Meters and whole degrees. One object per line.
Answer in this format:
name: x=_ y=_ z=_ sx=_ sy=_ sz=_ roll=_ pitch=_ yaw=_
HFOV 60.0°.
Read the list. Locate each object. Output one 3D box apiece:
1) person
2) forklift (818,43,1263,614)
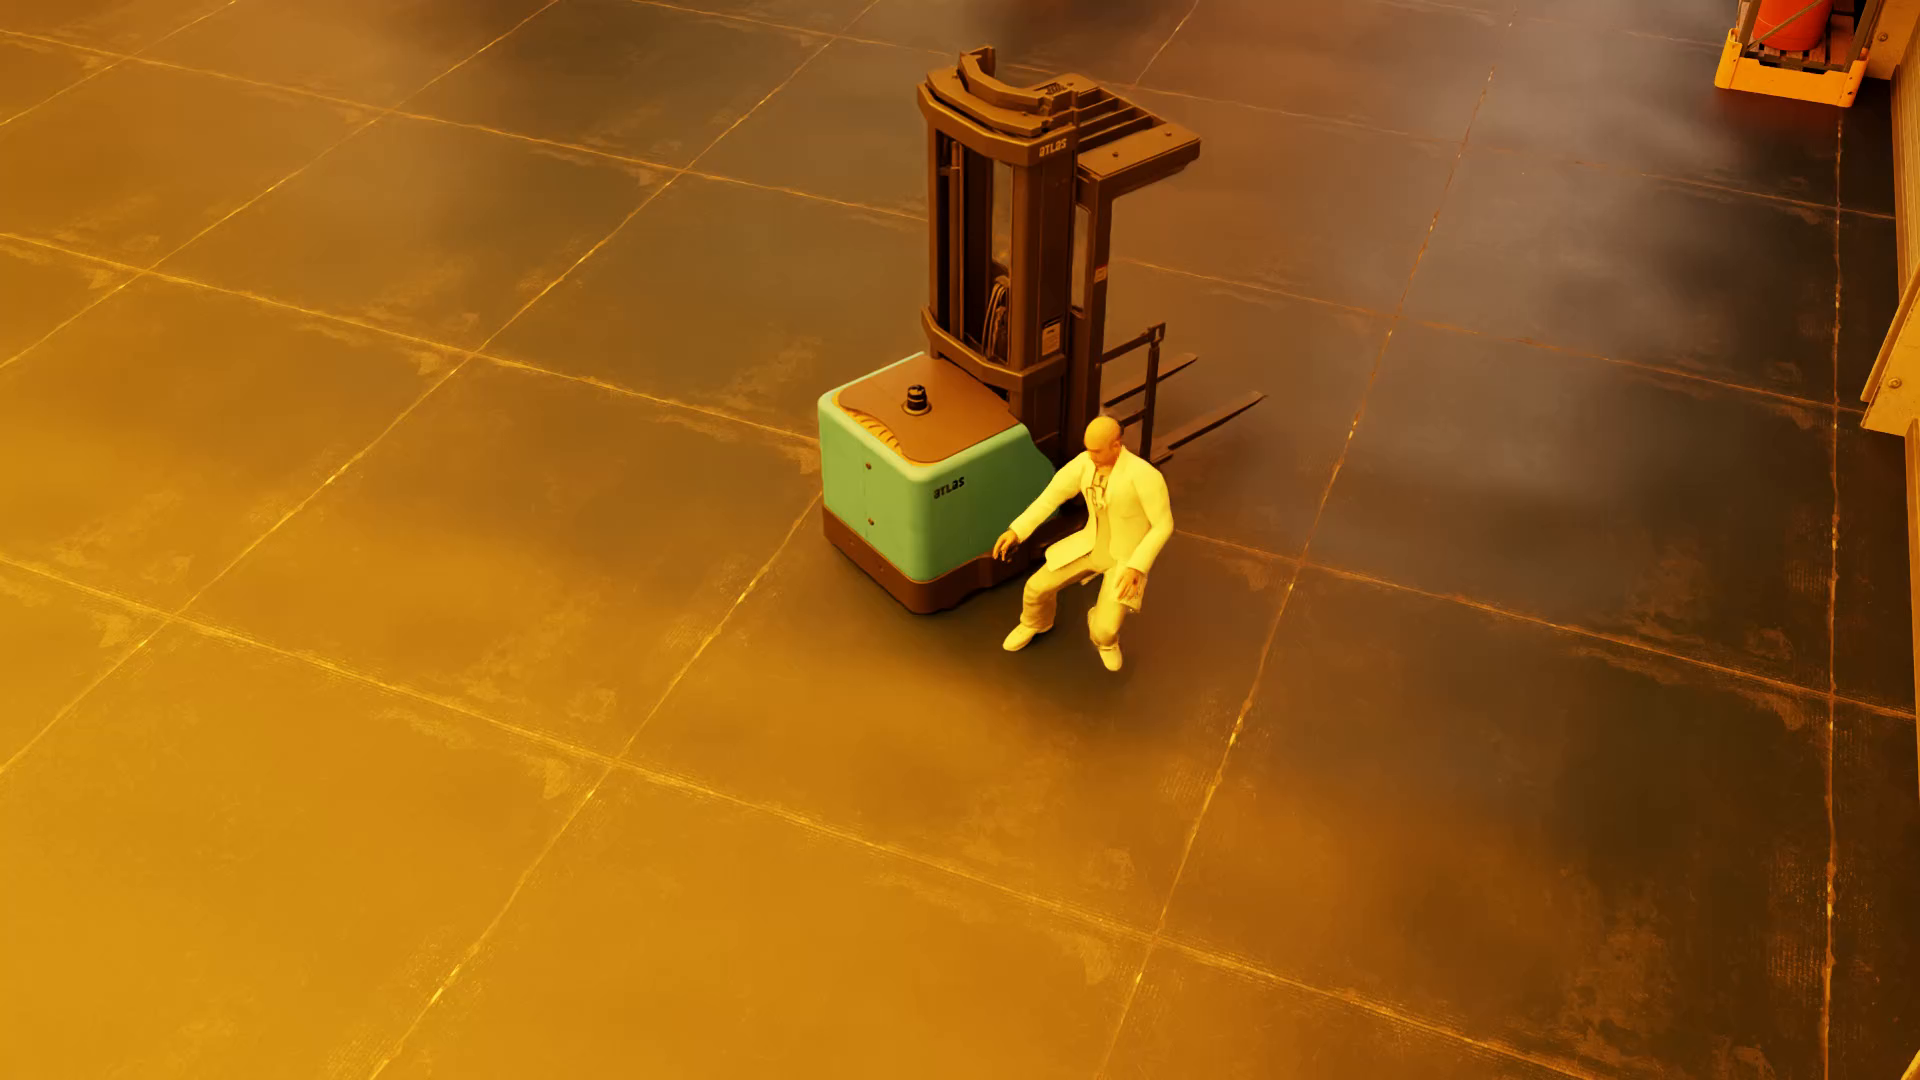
person: x=0.656 y=0.105 z=8.925 sx=0.757 sy=1.599 sz=0.854 roll=-32 pitch=49 yaw=-32
forklift: x=0.629 y=-1.478 z=9.772 sx=3.031 sy=2.935 sz=1.130 roll=-27 pitch=47 yaw=-28
